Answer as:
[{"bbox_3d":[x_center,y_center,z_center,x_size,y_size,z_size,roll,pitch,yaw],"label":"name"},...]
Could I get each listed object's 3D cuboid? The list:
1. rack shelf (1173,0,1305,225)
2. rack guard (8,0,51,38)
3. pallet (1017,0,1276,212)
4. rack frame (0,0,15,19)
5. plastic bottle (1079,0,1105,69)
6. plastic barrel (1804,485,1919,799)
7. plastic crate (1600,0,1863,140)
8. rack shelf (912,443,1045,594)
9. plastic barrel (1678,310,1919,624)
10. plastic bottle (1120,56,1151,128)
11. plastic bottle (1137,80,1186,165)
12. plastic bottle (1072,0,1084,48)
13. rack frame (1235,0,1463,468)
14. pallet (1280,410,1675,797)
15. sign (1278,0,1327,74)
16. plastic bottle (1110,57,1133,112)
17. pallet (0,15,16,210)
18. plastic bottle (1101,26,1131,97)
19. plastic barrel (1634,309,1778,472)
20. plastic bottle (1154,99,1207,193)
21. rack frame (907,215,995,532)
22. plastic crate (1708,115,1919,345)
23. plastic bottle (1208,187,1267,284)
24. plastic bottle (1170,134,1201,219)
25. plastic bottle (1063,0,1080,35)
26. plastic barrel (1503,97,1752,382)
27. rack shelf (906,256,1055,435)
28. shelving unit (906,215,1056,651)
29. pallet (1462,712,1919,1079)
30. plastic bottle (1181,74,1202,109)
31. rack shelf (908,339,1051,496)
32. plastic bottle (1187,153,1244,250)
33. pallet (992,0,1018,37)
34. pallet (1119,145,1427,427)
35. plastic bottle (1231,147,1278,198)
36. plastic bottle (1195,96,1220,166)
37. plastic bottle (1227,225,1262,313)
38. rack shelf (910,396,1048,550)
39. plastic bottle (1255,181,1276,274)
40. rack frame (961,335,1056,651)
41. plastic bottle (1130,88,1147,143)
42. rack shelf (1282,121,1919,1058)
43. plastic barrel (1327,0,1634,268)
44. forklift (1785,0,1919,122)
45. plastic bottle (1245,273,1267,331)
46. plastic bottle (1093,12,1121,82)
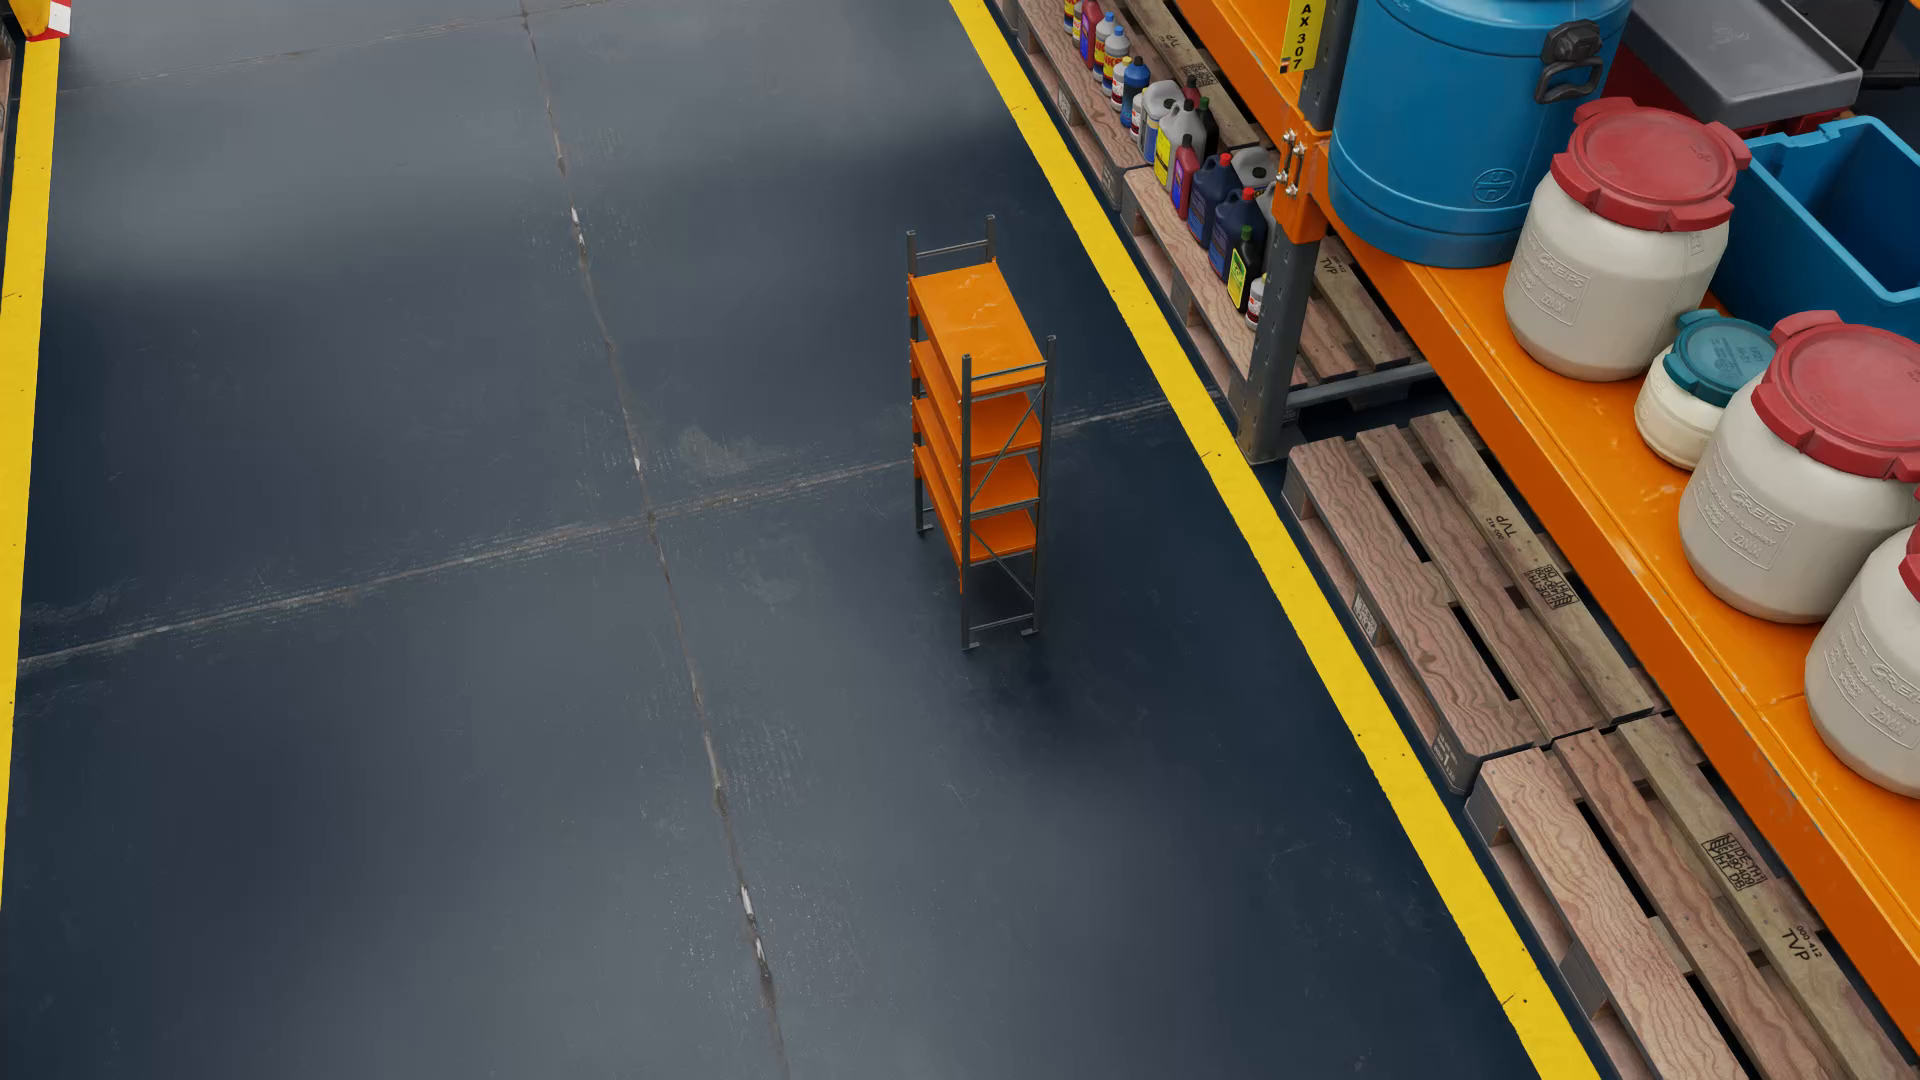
[{"bbox_3d":[0.818,-2.590,5.942,1.077,0.370,4.000,-13,51,-11],"label":"rack shelf"},{"bbox_3d":[-4.483,-2.301,6.863,1.175,0.500,0.348,-13,51,-11],"label":"rack guard"},{"bbox_3d":[0.886,-1.855,6.675,1.003,0.211,1.213,-13,51,-11],"label":"pallet"},{"bbox_3d":[-4.505,-3.162,5.954,1.000,3.000,0.127,-13,51,-11],"label":"rack frame"},{"bbox_3d":[0.514,-1.984,6.450,0.061,0.283,0.133,-13,51,-10],"label":"plastic bottle"},{"bbox_3d":[1.827,0.196,3.034,0.433,0.535,0.433,0,50,0],"label":"plastic barrel"},{"bbox_3d":[1.844,-1.097,4.171,0.402,0.464,0.583,-13,51,-11],"label":"plastic crate"},{"bbox_3d":[0.049,-0.094,4.893,0.258,0.148,0.480,-13,51,-11],"label":"rack shelf"},{"bbox_3d":[1.699,-0.120,3.301,0.433,0.535,0.433,0,50,0],"label":"plastic barrel"},{"bbox_3d":[0.655,-1.679,6.200,0.097,0.271,0.097,0,50,0],"label":"plastic bottle"},{"bbox_3d":[0.747,-1.526,6.068,0.152,0.276,0.135,-12,51,-10],"label":"plastic bottle"},{"bbox_3d":[0.495,-2.052,6.560,0.097,0.201,0.097,0,50,0],"label":"plastic bottle"},{"bbox_3d":[1.409,-1.361,4.435,1.000,3.000,0.127,-13,51,-11],"label":"rack frame"},{"bbox_3d":[1.678,0.103,5.025,1.003,0.211,1.213,-13,51,-11],"label":"pallet"},{"bbox_3d":[0.880,-1.334,4.231,0.100,0.325,0.005,-13,51,-11],"label":"sign"},{"bbox_3d":[0.625,-1.732,6.290,0.097,0.201,0.097,0,50,0],"label":"plastic bottle"},{"bbox_3d":[-4.276,-1.607,6.466,1.003,0.211,1.213,-13,51,-11],"label":"pallet"},{"bbox_3d":[0.596,-1.827,6.325,0.097,0.271,0.097,0,50,0],"label":"plastic bottle"},{"bbox_3d":[1.654,-0.315,3.644,0.301,0.262,0.301,0,50,0],"label":"plastic barrel"},{"bbox_3d":[0.791,-1.430,5.938,0.144,0.351,0.185,-14,51,-11],"label":"plastic bottle"},{"bbox_3d":[-0.023,-0.444,4.840,0.240,1.200,0.015,-13,51,-11],"label":"rack frame"},{"bbox_3d":[2.032,-0.620,3.821,0.392,0.384,0.575,-13,51,-11],"label":"plastic crate"},{"bbox_3d":[0.943,-1.054,5.621,0.144,0.351,0.185,-15,51,-12],"label":"plastic bottle"},{"bbox_3d":[0.798,-1.282,5.858,0.061,0.283,0.133,-10,51,-9],"label":"plastic bottle"},{"bbox_3d":[0.465,-2.150,6.597,0.097,0.271,0.097,0,50,0],"label":"plastic bottle"},{"bbox_3d":[1.482,-0.656,3.752,0.433,0.535,0.433,0,50,0],"label":"plastic barrel"},{"bbox_3d":[0.049,-0.519,4.389,0.258,0.148,0.480,-13,51,-11],"label":"rack shelf"},{"bbox_3d":[0.049,-0.266,4.689,0.258,1.200,0.503,-13,51,-11],"label":"shelving unit"},{"bbox_3d":[2.043,0.995,4.273,1.003,0.211,1.213,-13,51,-11],"label":"pallet"},{"bbox_3d":[0.848,-1.552,6.086,0.061,0.283,0.133,-13,51,-11],"label":"plastic bottle"},{"bbox_3d":[0.049,-0.367,4.570,0.258,0.148,0.480,-13,51,-11],"label":"rack shelf"},{"bbox_3d":[0.886,-1.194,5.740,0.144,0.351,0.185,-16,52,-13],"label":"plastic bottle"},{"bbox_3d":[0.529,-2.744,7.425,1.003,0.211,1.213,-13,51,-11],"label":"pallet"},{"bbox_3d":[1.250,-0.962,5.923,1.003,0.211,1.213,-13,51,-11],"label":"pallet"},{"bbox_3d":[1.021,-1.222,5.812,0.152,0.276,0.135,-13,51,-11],"label":"plastic bottle"},{"bbox_3d":[0.881,-1.450,6.000,0.061,0.283,0.133,-13,51,-11],"label":"plastic bottle"},{"bbox_3d":[0.952,-0.904,5.539,0.061,0.283,0.133,-11,51,-9],"label":"plastic bottle"},{"bbox_3d":[0.049,-0.222,4.741,0.258,0.148,0.480,-13,51,-11],"label":"rack shelf"},{"bbox_3d":[1.081,-1.087,5.649,0.144,0.351,0.185,-13,51,-11],"label":"plastic bottle"},{"bbox_3d":[0.121,-0.088,4.539,0.240,1.200,0.015,-13,51,-11],"label":"rack frame"},{"bbox_3d":[0.686,-1.582,6.164,0.097,0.201,0.097,0,50,0],"label":"plastic bottle"},{"bbox_3d":[2.000,0.332,3.479,1.077,0.370,4.000,-13,51,-11],"label":"rack shelf"},{"bbox_3d":[1.234,-1.172,3.948,0.600,0.901,0.708,-13,51,-11],"label":"plastic barrel"},{"bbox_3d":[3.144,-2.870,5.752,3.031,2.935,1.130,0,50,0],"label":"forklift"},{"bbox_3d":[1.004,-0.795,5.501,0.097,0.201,0.097,0,50,0],"label":"plastic bottle"},{"bbox_3d":[0.566,-1.900,6.386,0.097,0.271,0.097,0,50,0],"label":"plastic bottle"}]
